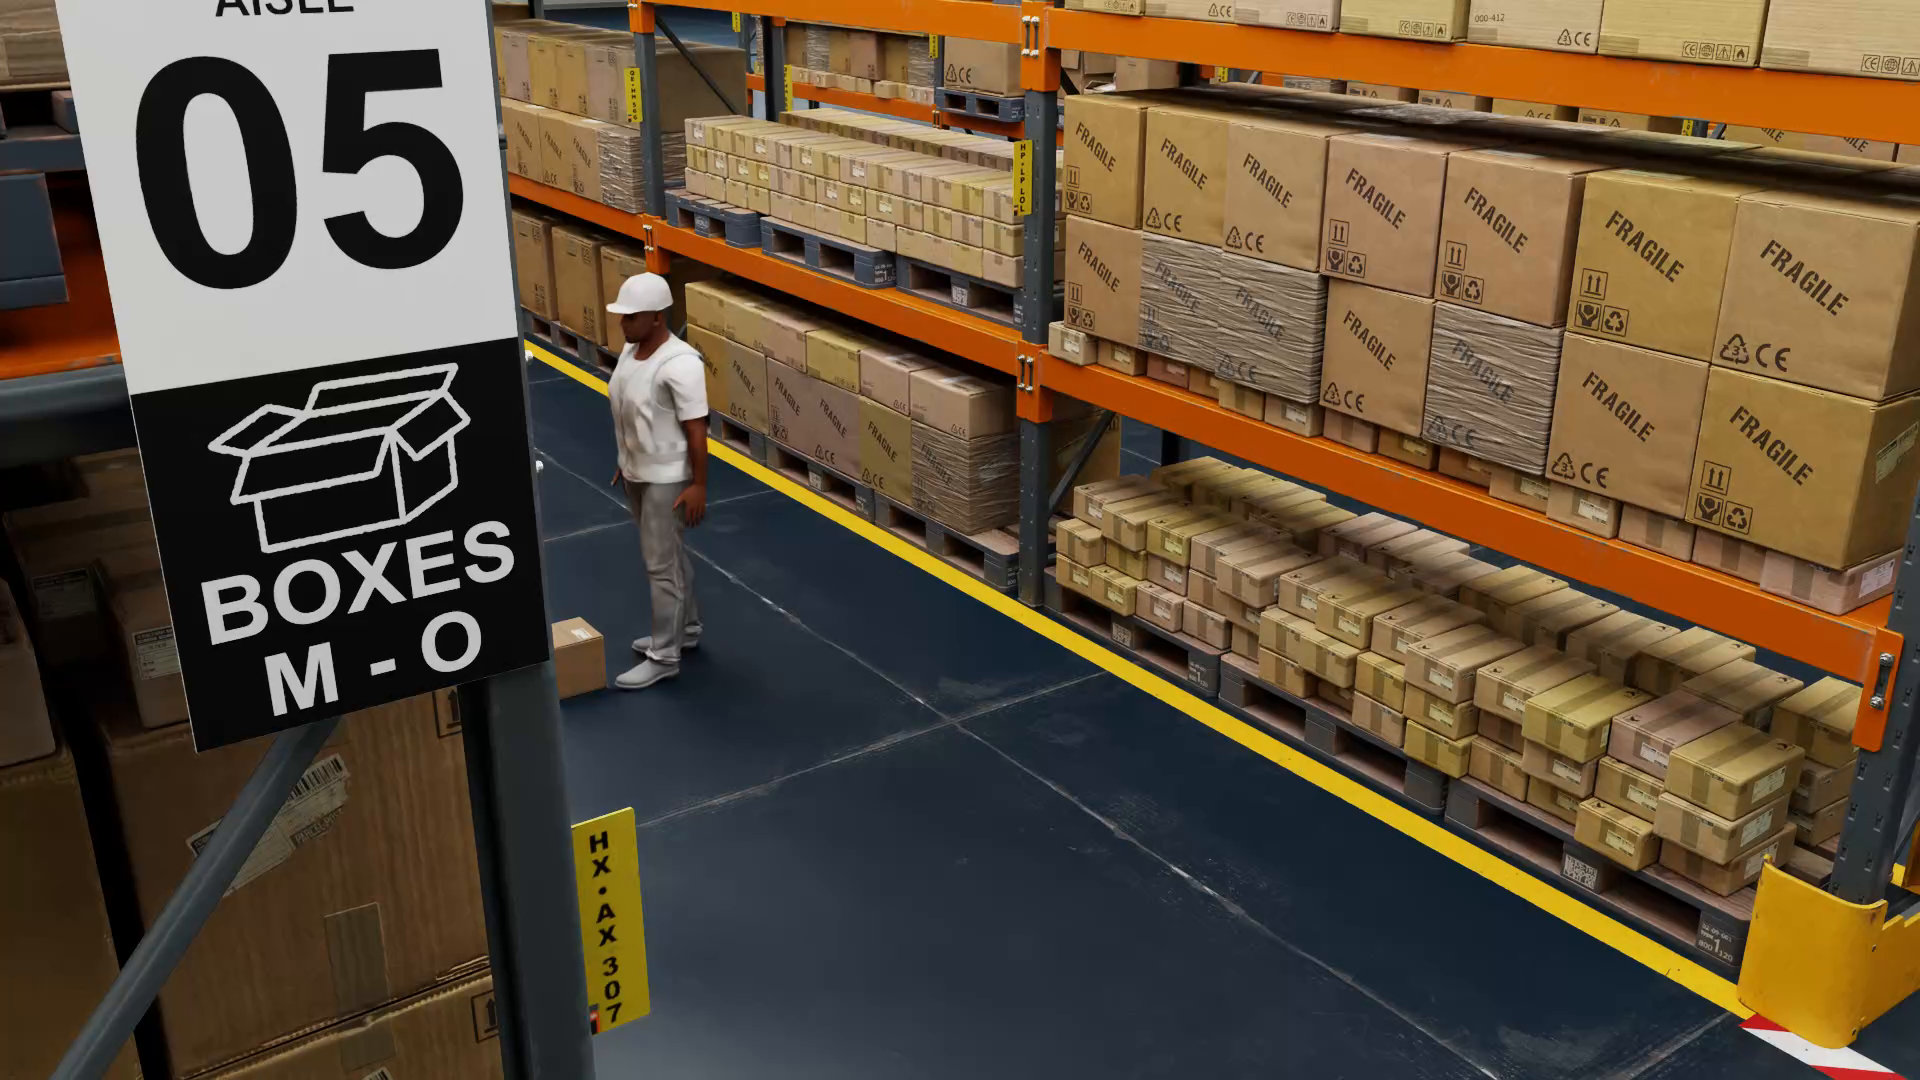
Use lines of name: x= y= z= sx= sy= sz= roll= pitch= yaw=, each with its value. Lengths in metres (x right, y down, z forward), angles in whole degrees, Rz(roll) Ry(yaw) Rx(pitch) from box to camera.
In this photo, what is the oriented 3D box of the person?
person: x=-1.390 y=-0.275 z=7.242 sx=0.537 sy=1.770 sz=0.602 roll=-14 pitch=26 yaw=-33
